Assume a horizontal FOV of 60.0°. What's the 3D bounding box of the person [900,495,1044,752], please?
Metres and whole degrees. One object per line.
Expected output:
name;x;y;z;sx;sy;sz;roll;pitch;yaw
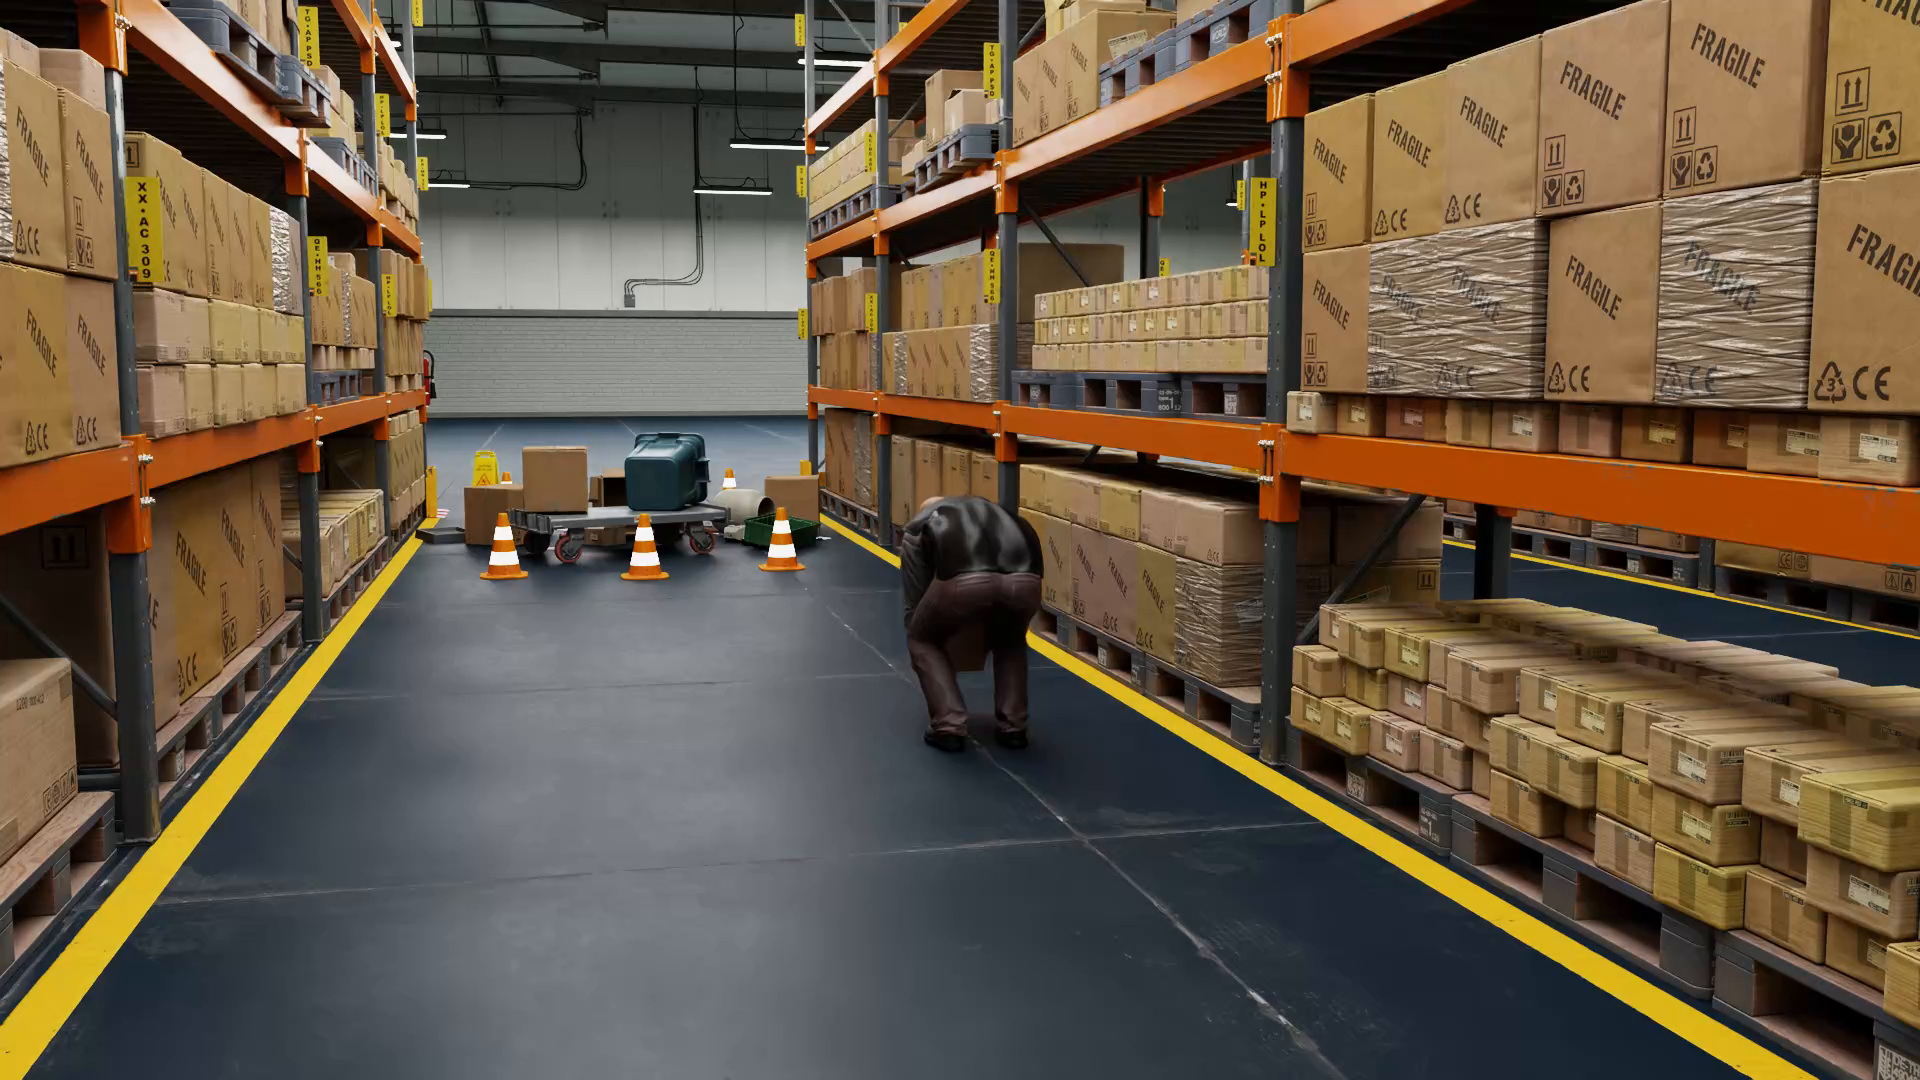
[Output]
person;0.024;0.319;6.940;0.517;1.007;0.949;-2;6;-16
